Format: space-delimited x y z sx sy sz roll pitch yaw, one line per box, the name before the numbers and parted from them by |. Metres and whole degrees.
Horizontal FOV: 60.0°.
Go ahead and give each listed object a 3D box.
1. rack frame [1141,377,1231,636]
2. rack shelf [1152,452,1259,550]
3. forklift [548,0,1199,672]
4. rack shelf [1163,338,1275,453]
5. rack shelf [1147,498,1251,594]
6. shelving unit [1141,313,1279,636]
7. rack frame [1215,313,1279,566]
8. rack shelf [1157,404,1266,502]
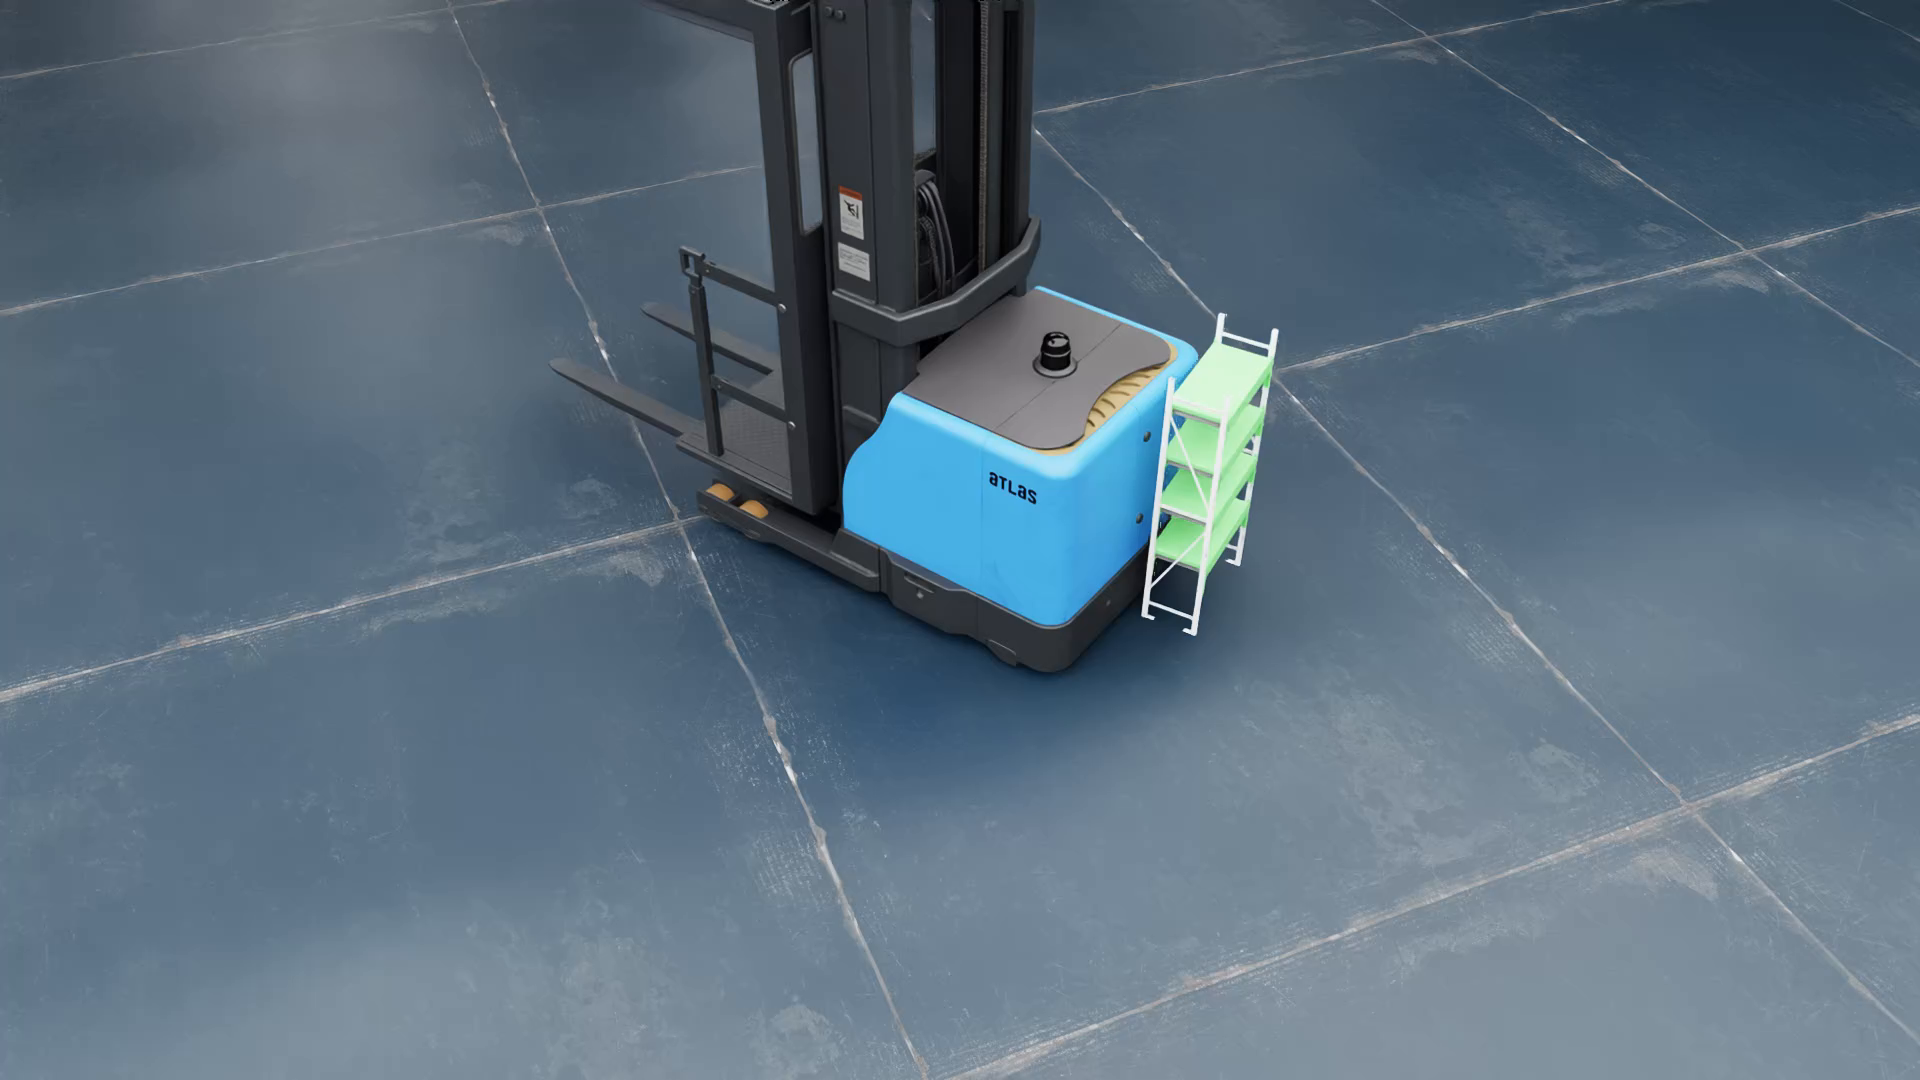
rack frame | 0.866 -0.103 6.447 0.240 1.200 0.015 20 45 21
rack shelf | 0.982 -0.195 6.651 0.258 0.148 0.480 20 45 21
forklift | -0.537 -1.369 6.594 3.031 2.935 1.130 26 47 27
rack shelf | 0.988 -0.556 6.336 0.258 0.148 0.480 20 45 21
rack shelf | 0.979 -0.014 6.809 0.258 0.148 0.480 20 45 21
shelving unit | 0.983 -0.243 6.609 0.258 1.200 0.503 20 45 21
rack frame | 1.100 -0.382 6.772 0.240 1.200 0.015 20 45 21
rack shelf | 0.985 -0.375 6.494 0.258 0.148 0.480 20 45 21
